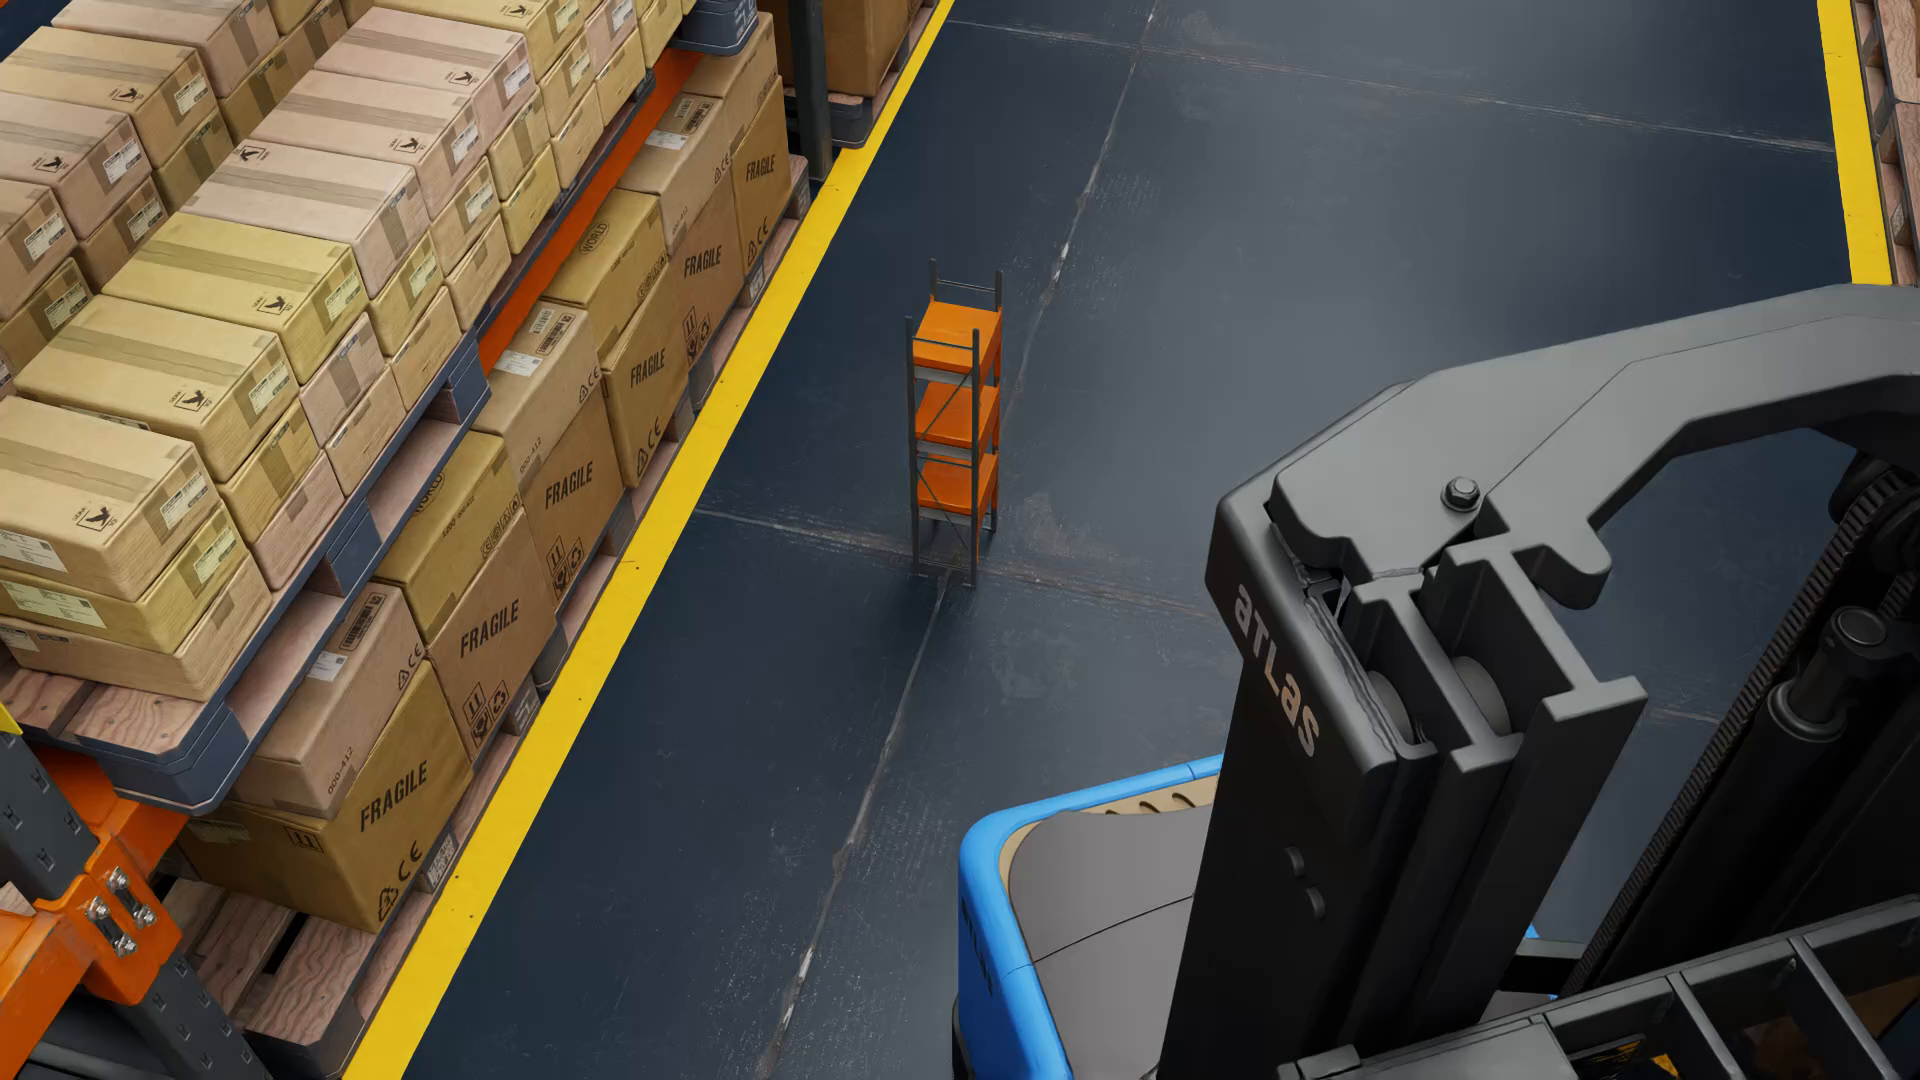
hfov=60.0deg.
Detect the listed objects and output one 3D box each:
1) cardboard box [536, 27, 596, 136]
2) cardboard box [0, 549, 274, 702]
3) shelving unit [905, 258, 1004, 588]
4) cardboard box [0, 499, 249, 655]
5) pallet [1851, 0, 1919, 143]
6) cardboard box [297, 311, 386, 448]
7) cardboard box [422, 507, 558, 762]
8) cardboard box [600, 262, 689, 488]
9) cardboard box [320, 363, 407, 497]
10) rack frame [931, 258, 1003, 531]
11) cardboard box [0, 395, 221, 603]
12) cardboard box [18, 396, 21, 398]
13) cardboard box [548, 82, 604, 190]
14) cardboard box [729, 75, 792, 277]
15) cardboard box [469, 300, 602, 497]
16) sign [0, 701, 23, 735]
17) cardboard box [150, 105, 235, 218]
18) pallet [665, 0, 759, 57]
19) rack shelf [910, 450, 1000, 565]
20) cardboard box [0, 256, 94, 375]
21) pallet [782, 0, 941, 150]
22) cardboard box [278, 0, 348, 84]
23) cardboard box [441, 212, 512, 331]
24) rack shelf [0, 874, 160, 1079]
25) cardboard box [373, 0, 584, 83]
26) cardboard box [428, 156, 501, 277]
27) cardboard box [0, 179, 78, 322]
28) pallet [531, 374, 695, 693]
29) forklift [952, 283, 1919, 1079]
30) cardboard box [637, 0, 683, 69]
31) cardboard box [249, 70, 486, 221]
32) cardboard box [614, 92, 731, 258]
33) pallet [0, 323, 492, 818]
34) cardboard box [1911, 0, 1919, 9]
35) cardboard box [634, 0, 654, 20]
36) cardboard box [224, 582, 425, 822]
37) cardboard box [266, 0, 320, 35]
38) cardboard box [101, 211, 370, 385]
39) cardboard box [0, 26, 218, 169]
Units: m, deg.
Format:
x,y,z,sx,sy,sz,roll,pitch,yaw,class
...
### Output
x,y,z,sx,sy,sz,roll,pitch,yaw,class
-1.092,-1.106,3.915,0.380,0.149,0.250,11,49,9,cardboard box
-1.502,0.124,3.027,0.380,0.149,0.250,9,49,8,cardboard box
-0.014,-0.309,4.822,0.215,1.050,0.252,12,50,10,shelving unit
-1.502,0.025,2.916,0.380,0.149,0.250,12,50,11,cardboard box
4.292,-1.989,6.865,1.003,0.211,1.213,12,50,10,pallet
-1.368,-0.349,3.247,0.380,0.149,0.250,13,50,11,cardboard box
-1.461,0.197,4.463,0.500,0.500,0.500,14,50,12,cardboard box
-1.181,-0.543,5.116,0.500,0.500,0.500,10,49,8,cardboard box
-1.365,-0.258,3.364,0.380,0.149,0.250,12,50,10,cardboard box
0.018,-0.397,4.900,0.200,1.050,0.008,12,50,10,rack frame
-1.502,-0.073,2.804,0.380,0.149,0.250,14,50,12,cardboard box
-2.068,-0.196,3.310,0.380,0.149,0.250,12,50,10,cardboard box
-1.094,-1.003,4.022,0.380,0.149,0.250,10,49,8,cardboard box
-0.917,-1.304,5.787,0.500,0.500,0.500,11,50,10,cardboard box
-1.323,-0.422,4.509,0.500,0.250,0.500,13,50,11,cardboard box
-1.524,0.189,2.505,0.100,0.325,0.005,12,50,10,sign
-1.861,-0.863,3.700,0.380,0.149,0.250,9,49,8,cardboard box
-1.081,-1.919,5.071,1.213,0.211,1.003,12,50,10,pallet
-0.014,-0.118,5.039,0.215,0.259,0.240,12,50,10,rack shelf
-1.998,-0.477,3.359,0.380,0.149,0.250,14,50,12,cardboard box
-0.716,-2.152,7.009,1.003,0.211,1.213,12,50,10,pallet
-1.722,-1.236,4.029,0.380,0.149,0.250,13,50,11,cardboard box
-1.231,-0.623,3.687,0.380,0.149,0.250,10,49,8,cardboard box
-2.575,2.059,1.912,1.077,0.370,4.000,12,50,10,rack shelf
-1.095,-1.204,3.803,0.380,0.149,0.250,13,50,11,cardboard box
-1.231,-0.733,3.585,0.380,0.149,0.250,13,50,12,cardboard box
-1.992,-0.589,3.260,0.380,0.149,0.250,10,49,9,cardboard box
-1.526,-0.152,5.243,1.003,0.211,1.213,12,50,10,pallet
0.893,1.260,2.183,1.130,2.935,3.031,-13,50,-11,forklift
-0.955,-1.388,4.362,0.380,0.149,0.250,10,49,8,cardboard box
-1.229,-0.826,3.469,0.380,0.149,0.250,11,50,10,cardboard box
-1.046,-1.166,5.165,0.500,0.250,0.500,12,50,11,cardboard box
-1.708,-0.087,3.454,1.003,0.211,1.213,12,50,10,pallet
4.342,-2.493,6.824,0.700,0.500,0.500,8,49,7,cardboard box
-0.956,-1.482,4.246,0.380,0.149,0.250,11,50,10,cardboard box
-1.600,0.332,3.844,0.500,0.250,0.500,10,49,8,cardboard box
-1.718,-1.345,3.927,0.380,0.149,0.250,11,49,10,cardboard box
-1.364,-0.461,3.147,0.380,0.149,0.250,12,50,10,cardboard box
-1.855,-0.956,3.584,0.380,0.149,0.250,10,49,9,cardboard box
